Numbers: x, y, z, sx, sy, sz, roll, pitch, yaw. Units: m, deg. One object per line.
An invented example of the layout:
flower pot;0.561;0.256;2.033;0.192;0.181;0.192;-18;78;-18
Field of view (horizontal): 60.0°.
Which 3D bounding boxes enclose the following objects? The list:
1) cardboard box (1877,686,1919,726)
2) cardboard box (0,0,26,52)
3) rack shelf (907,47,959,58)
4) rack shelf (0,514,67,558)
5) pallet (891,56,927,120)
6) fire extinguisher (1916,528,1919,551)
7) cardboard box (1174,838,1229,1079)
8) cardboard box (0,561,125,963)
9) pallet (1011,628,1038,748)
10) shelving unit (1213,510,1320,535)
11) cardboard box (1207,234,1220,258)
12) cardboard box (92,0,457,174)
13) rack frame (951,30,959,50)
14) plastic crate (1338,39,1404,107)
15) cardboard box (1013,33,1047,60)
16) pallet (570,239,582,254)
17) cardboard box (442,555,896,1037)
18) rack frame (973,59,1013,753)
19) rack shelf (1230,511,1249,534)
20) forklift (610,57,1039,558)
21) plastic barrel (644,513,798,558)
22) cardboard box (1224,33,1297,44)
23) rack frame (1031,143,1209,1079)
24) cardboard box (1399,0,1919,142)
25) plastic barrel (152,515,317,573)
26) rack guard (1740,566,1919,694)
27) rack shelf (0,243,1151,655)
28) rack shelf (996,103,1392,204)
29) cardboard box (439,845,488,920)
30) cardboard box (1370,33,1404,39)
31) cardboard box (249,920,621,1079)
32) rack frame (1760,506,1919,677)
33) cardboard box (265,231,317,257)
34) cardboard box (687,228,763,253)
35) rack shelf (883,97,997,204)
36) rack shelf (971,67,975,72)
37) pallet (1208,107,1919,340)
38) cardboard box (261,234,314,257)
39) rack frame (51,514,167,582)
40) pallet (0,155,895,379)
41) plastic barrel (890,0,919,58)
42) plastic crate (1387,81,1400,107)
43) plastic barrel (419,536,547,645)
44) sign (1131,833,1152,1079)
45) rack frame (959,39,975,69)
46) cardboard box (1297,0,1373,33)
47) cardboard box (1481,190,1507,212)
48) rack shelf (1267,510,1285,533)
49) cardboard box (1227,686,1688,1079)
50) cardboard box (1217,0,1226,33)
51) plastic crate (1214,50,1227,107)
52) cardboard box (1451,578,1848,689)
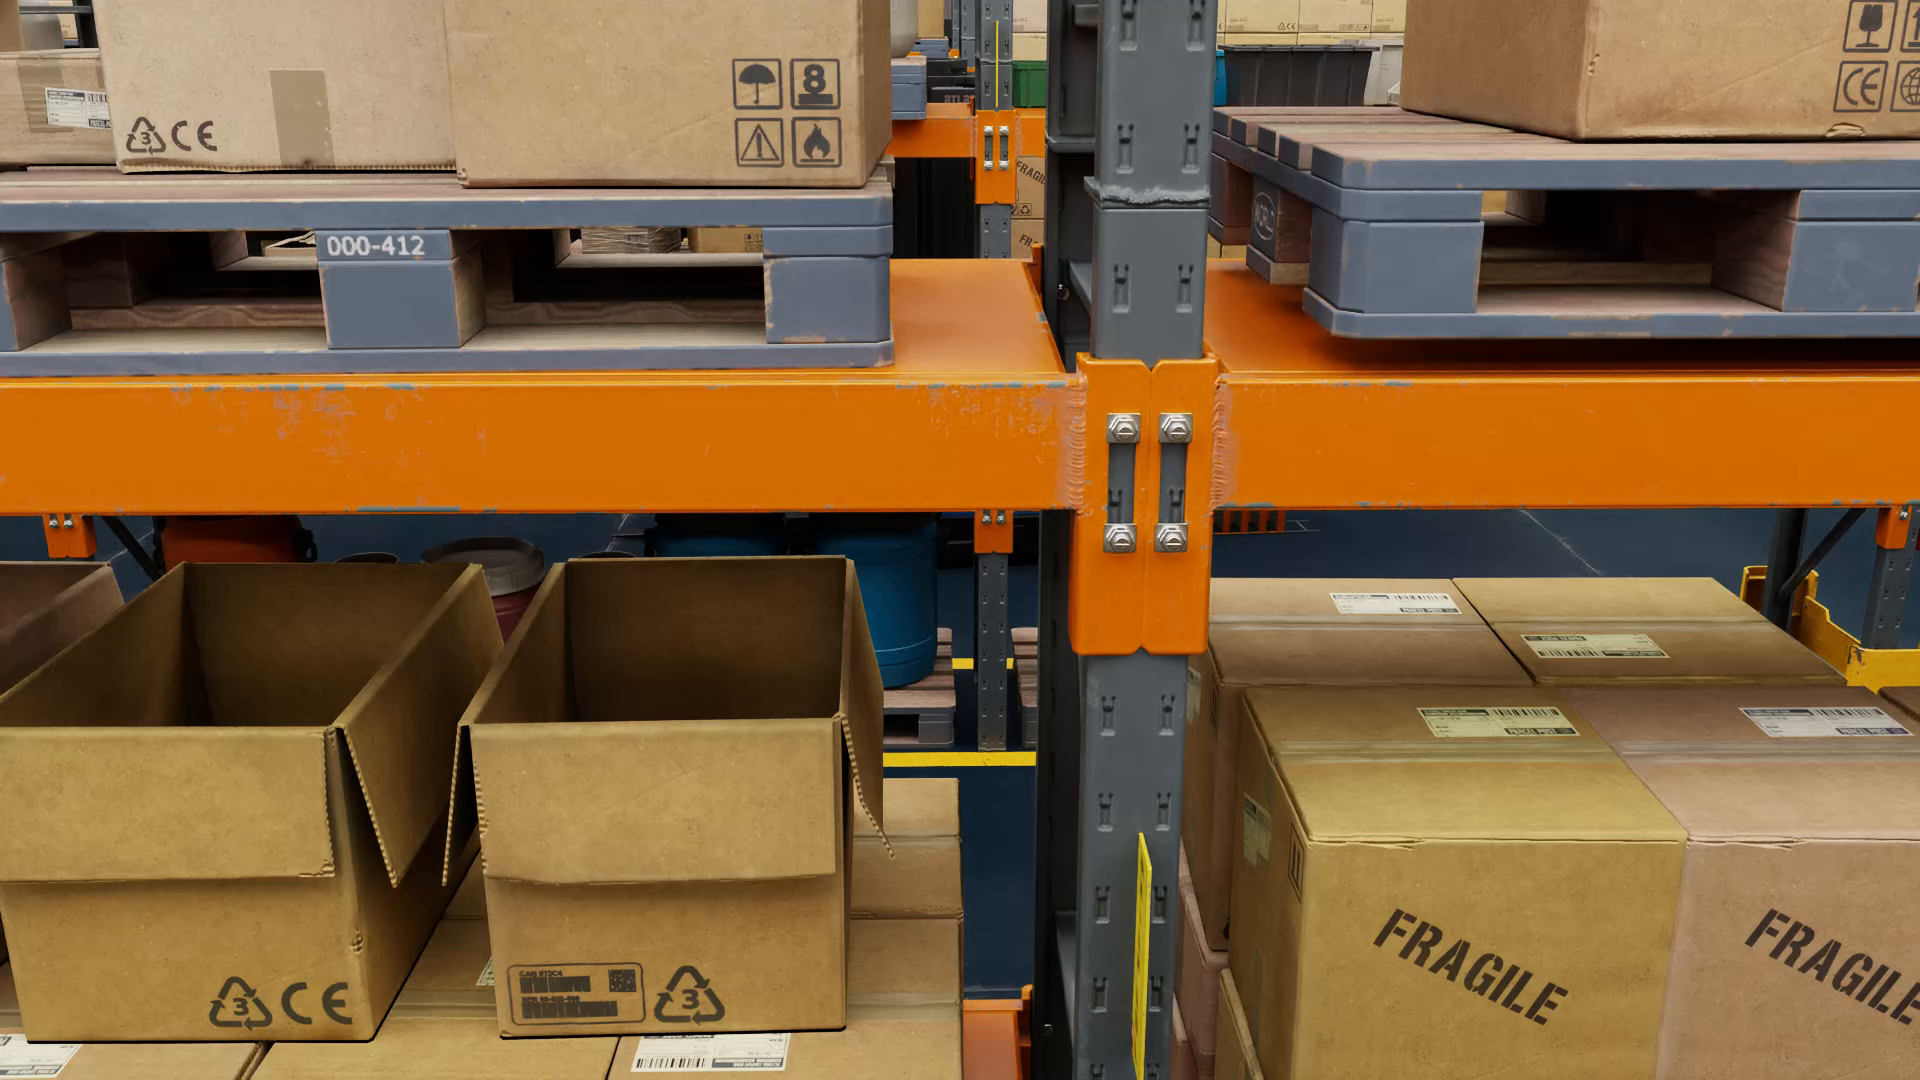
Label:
cardboard box;1.712;0.540;2.484;0.500;0.500;0.500;-1;18;-3
cardboard box;-1.740;-0.779;2.298;0.637;0.503;0.797;-1;18;-2
rack shelf;-2.017;-4.719;16.615;4.000;0.370;1.077;0;18;-1
rack shelf;-5.861;-0.246;7.580;4.000;0.370;1.077;0;18;-1
pallet;-0.644;-1.922;7.026;1.003;0.211;1.213;0;18;-1
fire extinguisher;4.296;-0.284;7.259;0.183;0.674;0.296;0;18;-1
cardboard box;0.654;0.743;3.079;0.500;0.250;0.500;-1;18;-2
cardboard box;-1.729;0.384;2.635;0.637;0.503;0.797;0;18;1
pallet;0.873;0.695;8.035;1.213;0.211;1.003;0;18;-1
shelving unit;1.711;-0.162;10.730;1.200;0.189;0.258;-2;18;-7
cardboard box;1.590;-2.102;12.026;0.500;0.500;0.500;0;18;-1
cardboard box;-0.881;-0.712;2.405;0.500;0.311;0.500;-1;18;-3
rack frame;-0.018;-3.643;16.993;0.127;3.000;1.000;0;18;-1
plastic crate;1.917;-2.092;7.441;0.530;0.282;0.437;0;18;-1
cardboard box;0.554;-3.414;11.613;0.500;0.250;0.500;0;18;-1
pallet;-3.259;-2.044;12.323;1.003;0.211;1.213;0;18;-1
cardboard box;-0.422;0.376;2.659;0.637;0.503;0.797;-1;18;-2
rack frame;0.139;-0.617;7.561;0.127;3.000;1.000;0;18;-1
rack shelf;1.786;-0.164;10.739;0.103;0.180;0.258;-2;18;-7
forklift;-0.624;-1.371;10.022;3.031;2.935;1.130;-2;18;-7
plastic barrel;-1.114;0.183;7.814;0.708;0.901;0.600;0;18;-1
cardboard box;2.054;-3.420;11.634;0.500;0.250;0.500;0;18;-1
rack frame;0.217;0.896;2.845;0.127;3.000;1.000;0;18;-1
cardboard box;0.998;-0.850;2.361;0.500;0.500;0.700;-1;18;-4
plastic barrel;-3.372;0.228;7.791;0.708;0.830;0.600;0;18;-1
rack guard;4.162;0.550;8.015;0.348;0.500;1.175;0;18;-1
rack shelf;-1.783;-0.180;2.467;4.000;0.370;1.077;0;18;-1
rack shelf;2.138;-1.712;7.242;4.000;0.370;1.077;0;18;-1
cardboard box;-0.750;0.777;3.052;0.500;0.500;0.500;0;18;-1
cardboard box;3.054;-3.424;11.646;0.500;0.250;0.500;0;18;-1
cardboard box;-0.741;0.934;2.562;0.500;0.500;0.500;0;18;1
rack frame;4.138;-0.636;7.621;0.127;3.000;1.000;0;18;-1
cardboard box;-4.833;-2.123;12.401;0.500;0.311;0.500;0;18;-2
cardboard box;-1.701;-2.350;12.112;0.500;0.500;0.700;-5;18;-15
rack shelf;-1.861;-1.693;7.182;4.000;0.370;1.077;0;18;-1
rack shelf;2.064;-3.225;11.958;4.000;0.370;1.077;0;18;-1
pallet;1.035;-0.491;2.403;1.213;0.211;1.003;0;18;-1
cardboard box;-6.841;-2.992;17.110;0.500;0.250;0.500;-1;18;-2
rack frame;-3.861;-0.598;7.500;0.127;3.000;1.000;0;18;-1
pallet;-0.699;-0.422;2.355;1.217;0.209;0.805;-1;18;-3
plastic barrel;-0.392;-2.384;7.248;0.433;0.535;0.433;0;18;0
plastic crate;2.076;-1.853;6.936;0.530;0.136;0.437;0;18;-1
plastic barrel;-2.243;0.337;7.845;0.708;0.588;0.600;0;18;-1
sign;0.235;0.548;2.164;0.005;0.325;0.100;0;18;-1
rack frame;0.064;-2.130;12.277;0.127;3.000;1.000;0;18;-1
cardboard box;2.554;-3.660;11.563;0.500;0.250;0.500;0;18;-1
cardboard box;3.623;-2.587;11.900;0.500;0.500;0.500;0;18;-1
rack shelf;2.024;-0.171;10.767;0.103;0.180;0.258;-2;18;-7
cardboard box;0.700;0.544;2.472;0.500;0.500;0.500;0;18;-1
cardboard box;1.554;-3.653;11.541;0.500;0.250;0.500;0;18;-1
plastic crate;1.044;-2.068;7.446;0.300;0.233;0.416;0;18;-1
cardboard box;1.173;0.383;2.973;0.500;0.500;0.500;0;18;0
